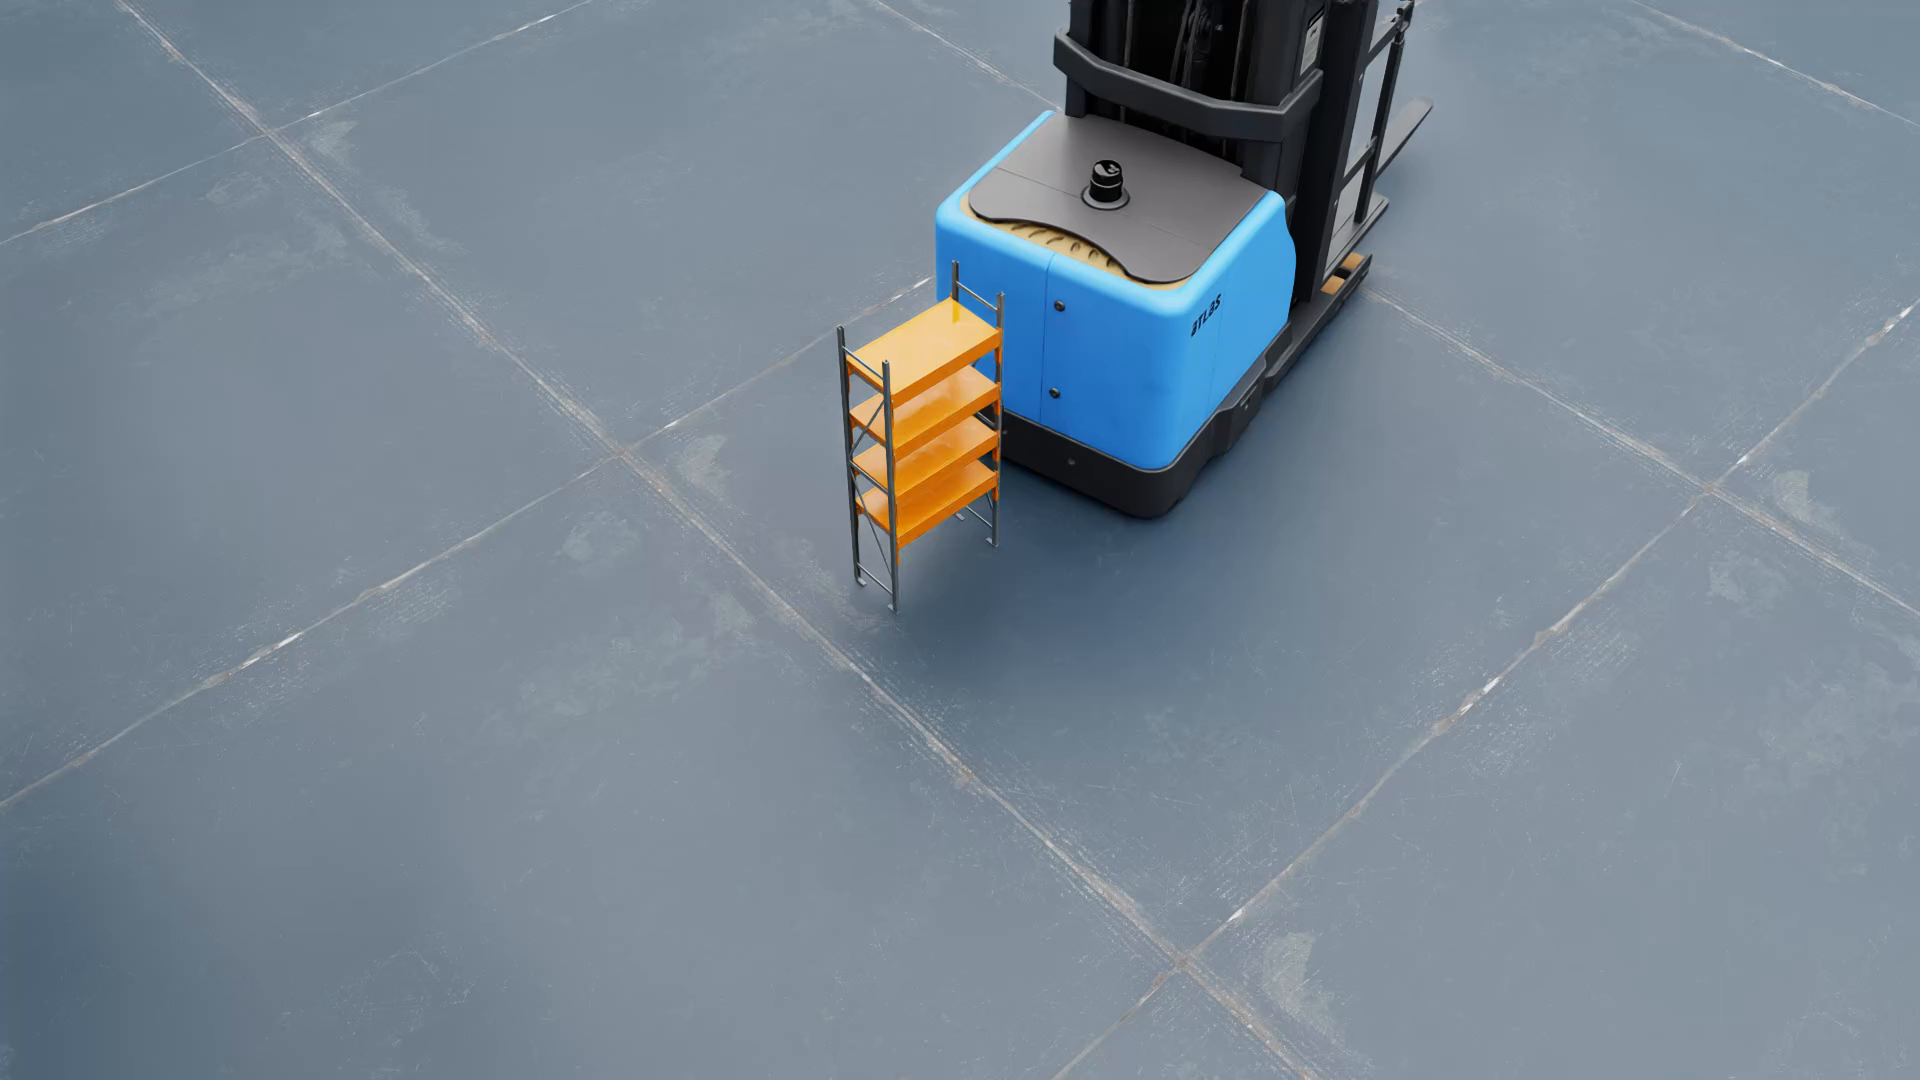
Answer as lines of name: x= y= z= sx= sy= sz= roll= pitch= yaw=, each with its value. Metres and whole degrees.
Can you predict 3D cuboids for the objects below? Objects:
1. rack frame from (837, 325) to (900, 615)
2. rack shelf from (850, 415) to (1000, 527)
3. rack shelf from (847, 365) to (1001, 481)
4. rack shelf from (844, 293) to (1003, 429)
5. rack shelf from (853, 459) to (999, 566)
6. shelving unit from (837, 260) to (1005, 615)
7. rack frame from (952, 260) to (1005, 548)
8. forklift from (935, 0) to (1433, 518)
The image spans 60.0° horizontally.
rack frame: x=-0.303 y=-0.204 z=5.622 sx=0.015 sy=1.200 sz=0.240 roll=-34 pitch=56 yaw=-27
rack shelf: x=-0.122 y=-0.279 z=5.783 sx=0.480 sy=0.148 sz=0.258 roll=-34 pitch=56 yaw=-27
rack shelf: x=-0.122 y=-0.431 z=5.619 sx=0.480 sy=0.148 sz=0.258 roll=-34 pitch=56 yaw=-27
rack shelf: x=-0.122 y=-0.592 z=5.445 sx=0.480 sy=0.148 sz=0.258 roll=-34 pitch=56 yaw=-27
rack shelf: x=-0.122 y=-0.145 z=5.929 sx=0.480 sy=0.148 sz=0.258 roll=-34 pitch=56 yaw=-27
shelving unit: x=-0.122 y=-0.325 z=5.734 sx=0.503 sy=1.200 sz=0.258 roll=-34 pitch=56 yaw=-27
rack frame: x=0.058 y=-0.446 z=5.845 sx=0.015 sy=1.200 sz=0.240 roll=-34 pitch=56 yaw=-27
forklift: x=1.128 y=-2.138 z=6.229 sx=1.130 sy=2.935 sz=3.031 roll=26 pitch=52 yaw=22
